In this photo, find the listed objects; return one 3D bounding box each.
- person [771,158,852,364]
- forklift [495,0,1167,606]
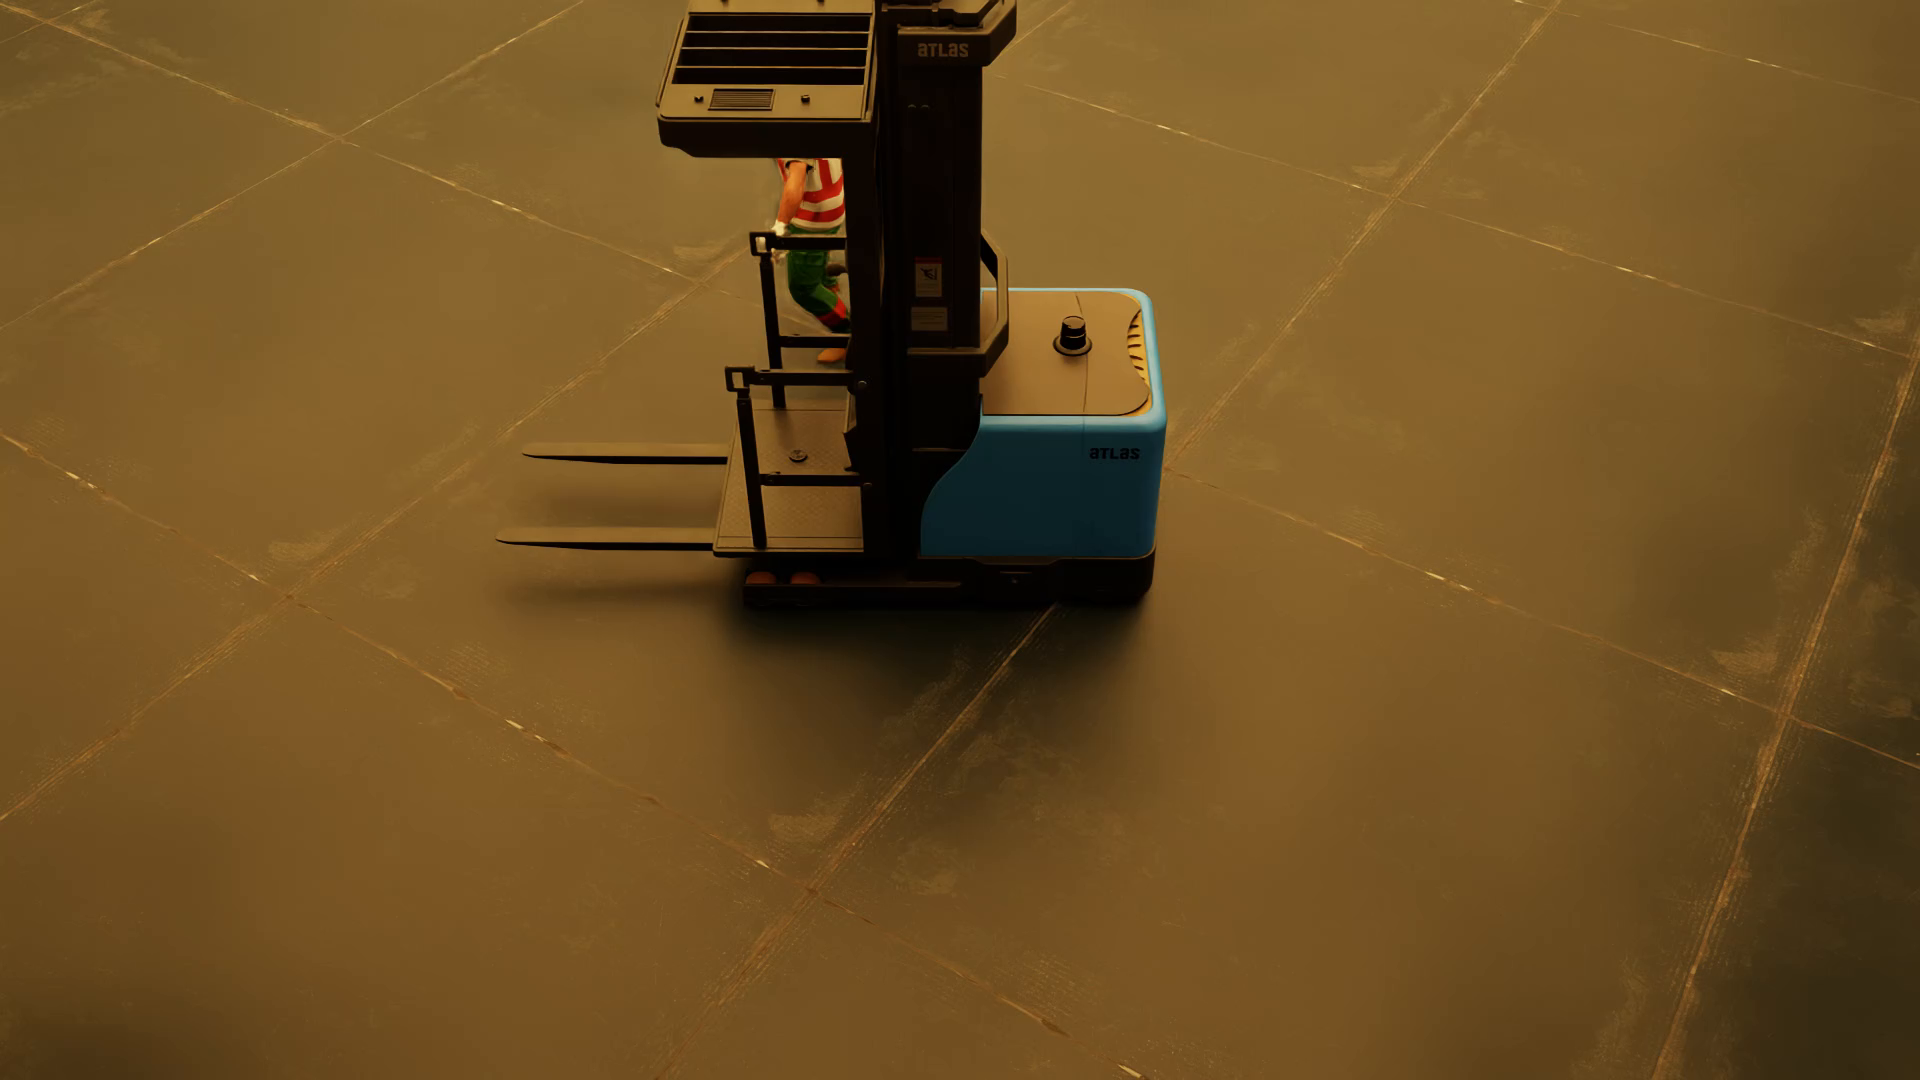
[{"bbox_3d":[-0.780,-1.692,8.553,0.542,1.706,1.140,7,44,7],"label":"person"},{"bbox_3d":[-0.624,-1.123,7.033,3.031,2.935,1.130,0,43,0],"label":"forklift"}]
